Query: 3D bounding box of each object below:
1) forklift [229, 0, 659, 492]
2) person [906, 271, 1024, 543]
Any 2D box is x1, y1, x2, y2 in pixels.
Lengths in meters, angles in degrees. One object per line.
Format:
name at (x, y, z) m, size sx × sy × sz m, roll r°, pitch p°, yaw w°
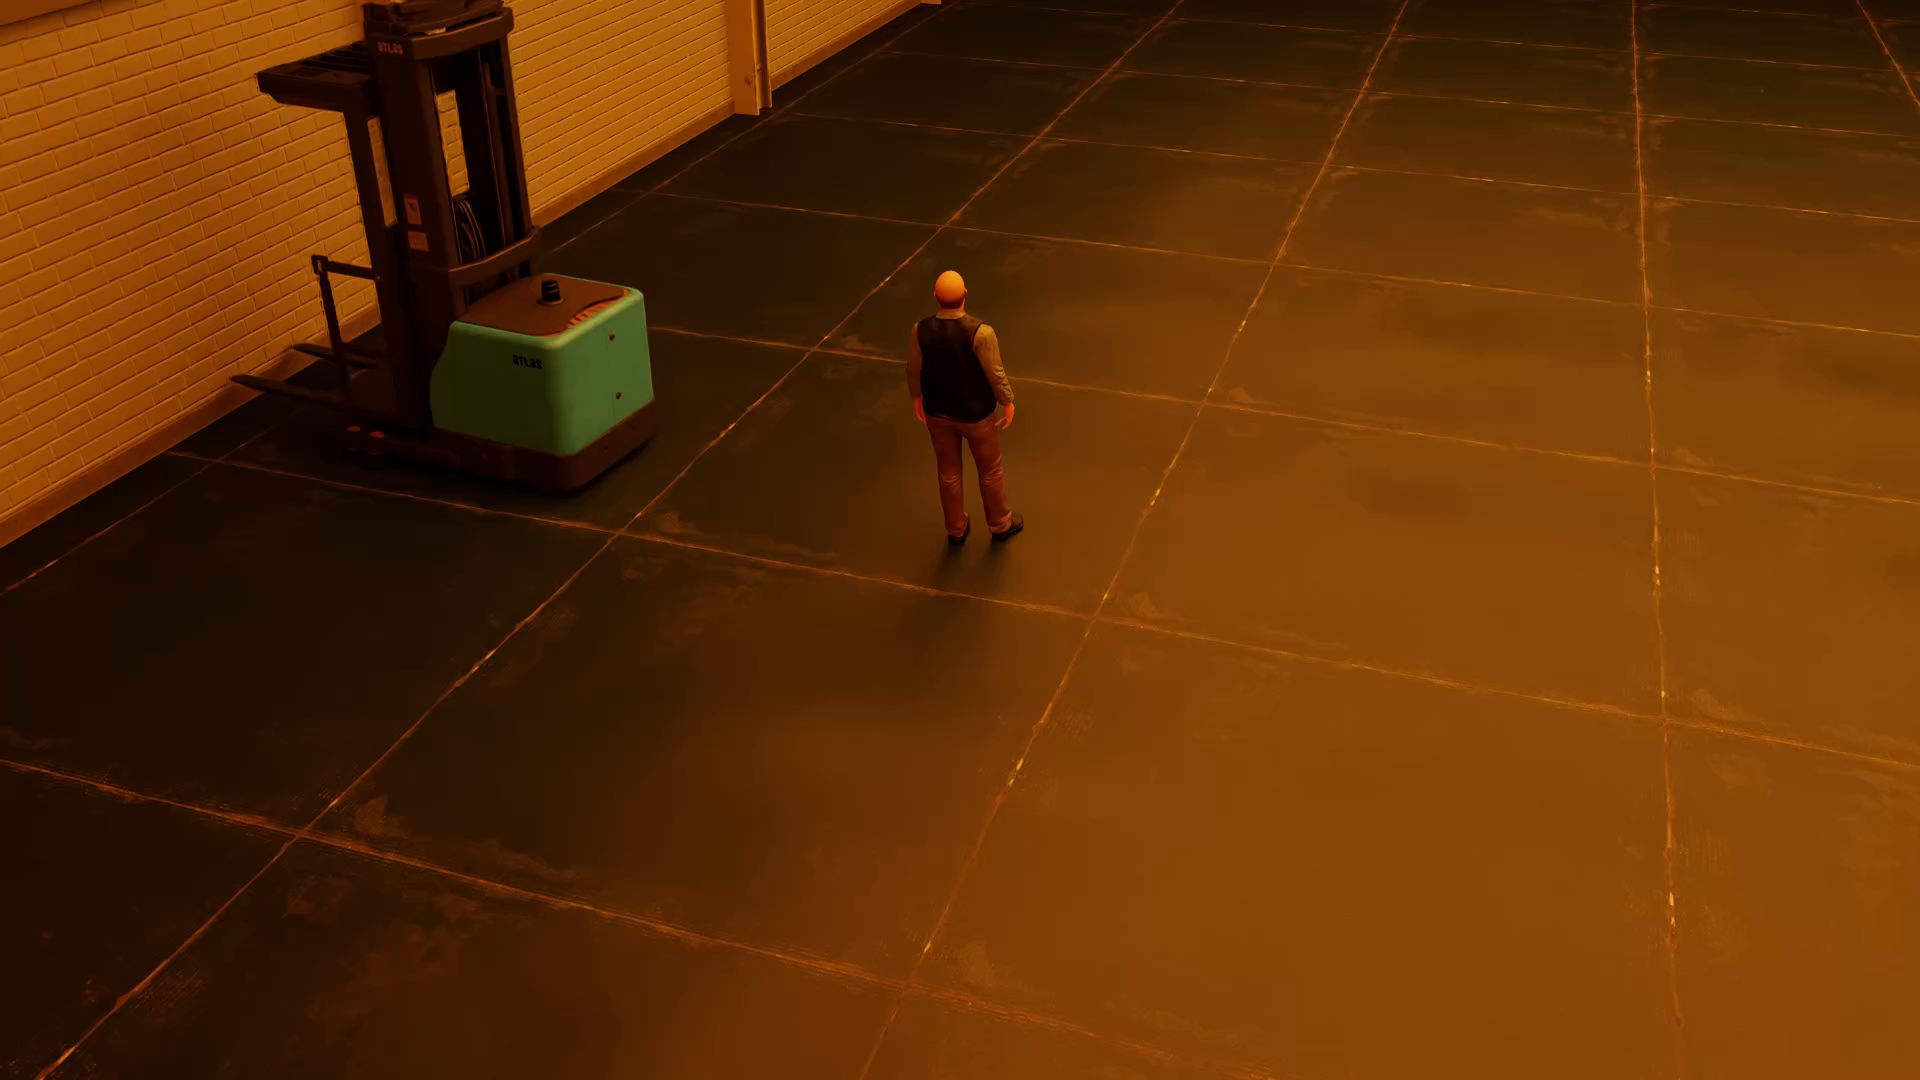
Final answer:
forklift at (-3.599, -2.054, 10.740) m, size 3.031 × 2.935 × 1.130 m, roll 13°, pitch 32°, yaw 21°
person at (0.027, -0.783, 9.716) m, size 0.634 × 1.722 × 0.566 m, roll 10°, pitch 31°, yaw 16°
